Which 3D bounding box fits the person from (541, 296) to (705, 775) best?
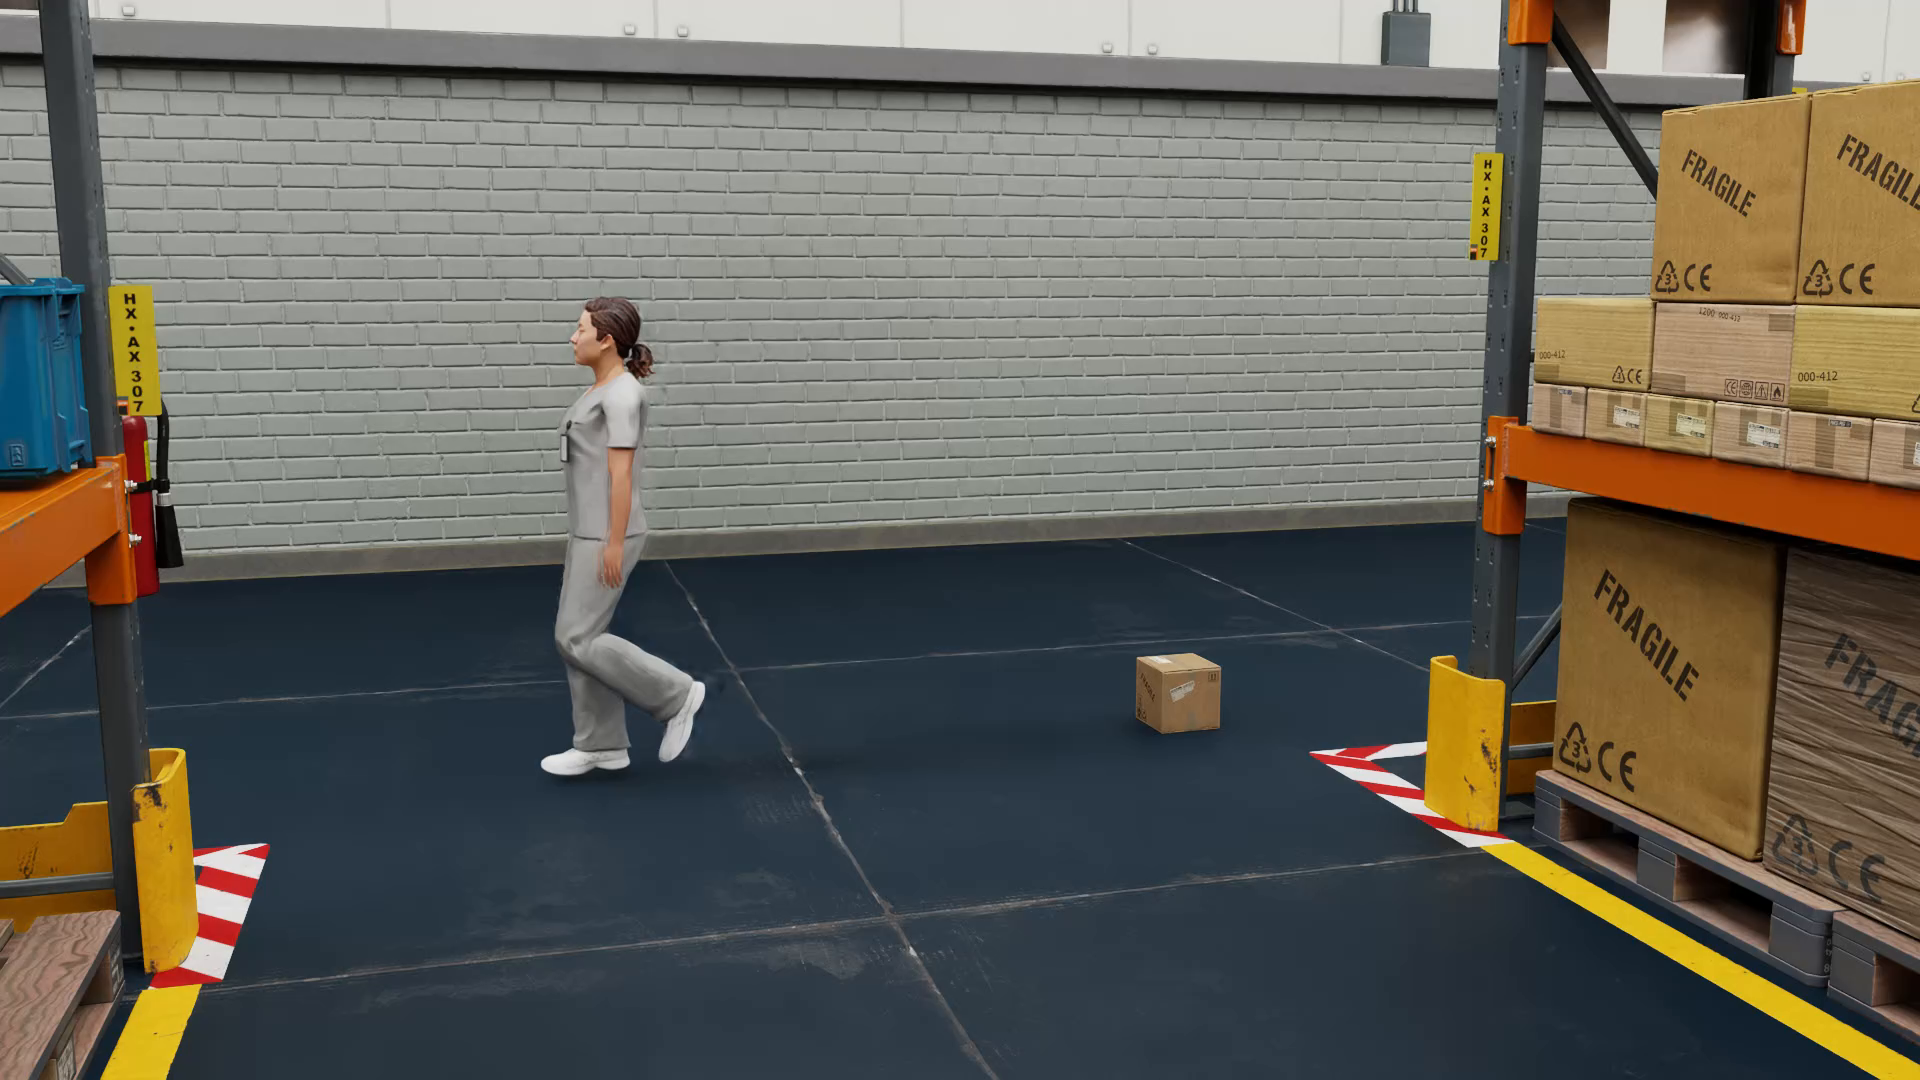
[{"bbox_3d":[-1.196,-0.006,5.769,0.559,1.660,0.459,-4,10,-22],"label":"person"}]
